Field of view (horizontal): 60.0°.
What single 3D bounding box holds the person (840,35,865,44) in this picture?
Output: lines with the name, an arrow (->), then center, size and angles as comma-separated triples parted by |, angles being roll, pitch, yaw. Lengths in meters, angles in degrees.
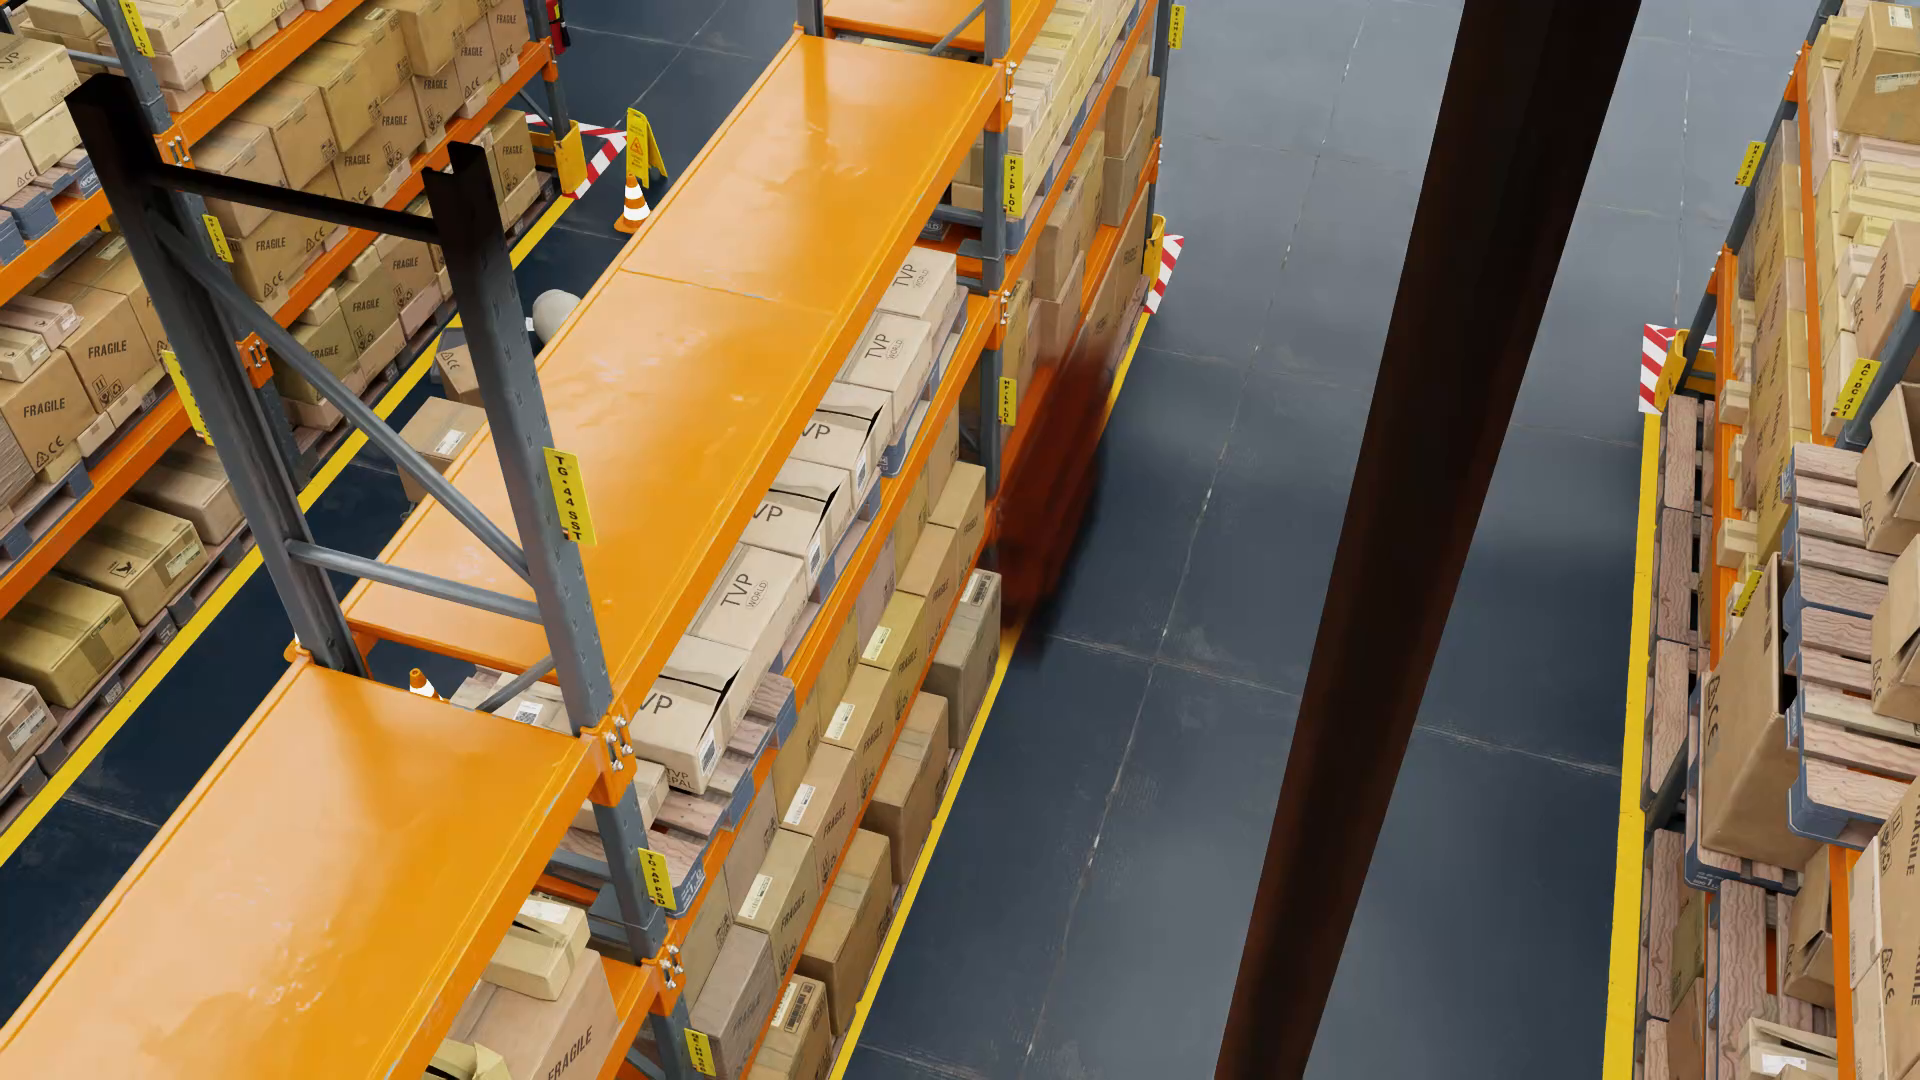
person -> -0.966, -4.805, 14.601 | 0.630, 1.711, 0.532 | 10, 47, 10
